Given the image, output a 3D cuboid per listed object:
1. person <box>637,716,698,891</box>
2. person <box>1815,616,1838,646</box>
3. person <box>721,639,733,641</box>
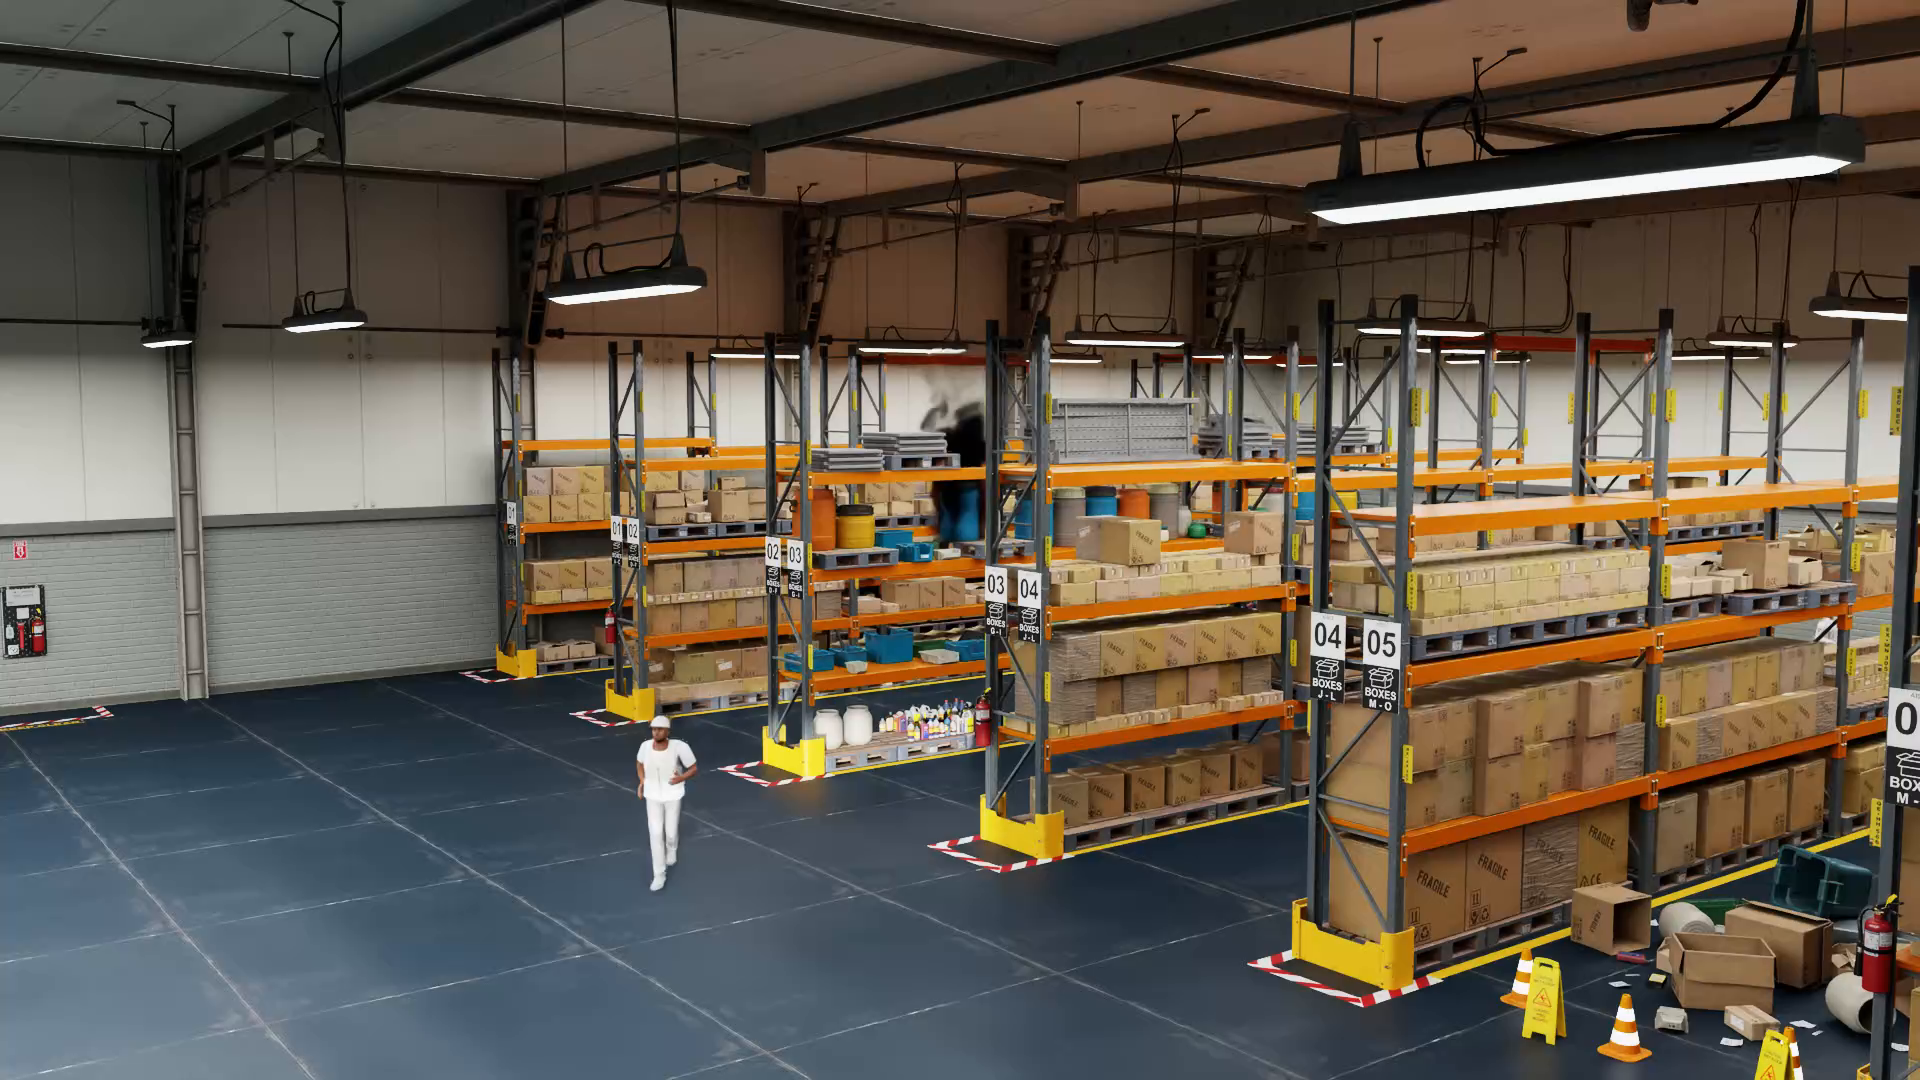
[{"bbox_3d":[-3.123,2.736,17.666,0.685,1.776,0.905,0,5,0],"label":"person"},{"bbox_3d":[14.631,1.884,27.927,0.605,1.708,0.792,0,5,1],"label":"person"},{"bbox_3d":[-4.100,1.740,29.454,0.767,1.786,0.638,-4,6,-37],"label":"person"}]
